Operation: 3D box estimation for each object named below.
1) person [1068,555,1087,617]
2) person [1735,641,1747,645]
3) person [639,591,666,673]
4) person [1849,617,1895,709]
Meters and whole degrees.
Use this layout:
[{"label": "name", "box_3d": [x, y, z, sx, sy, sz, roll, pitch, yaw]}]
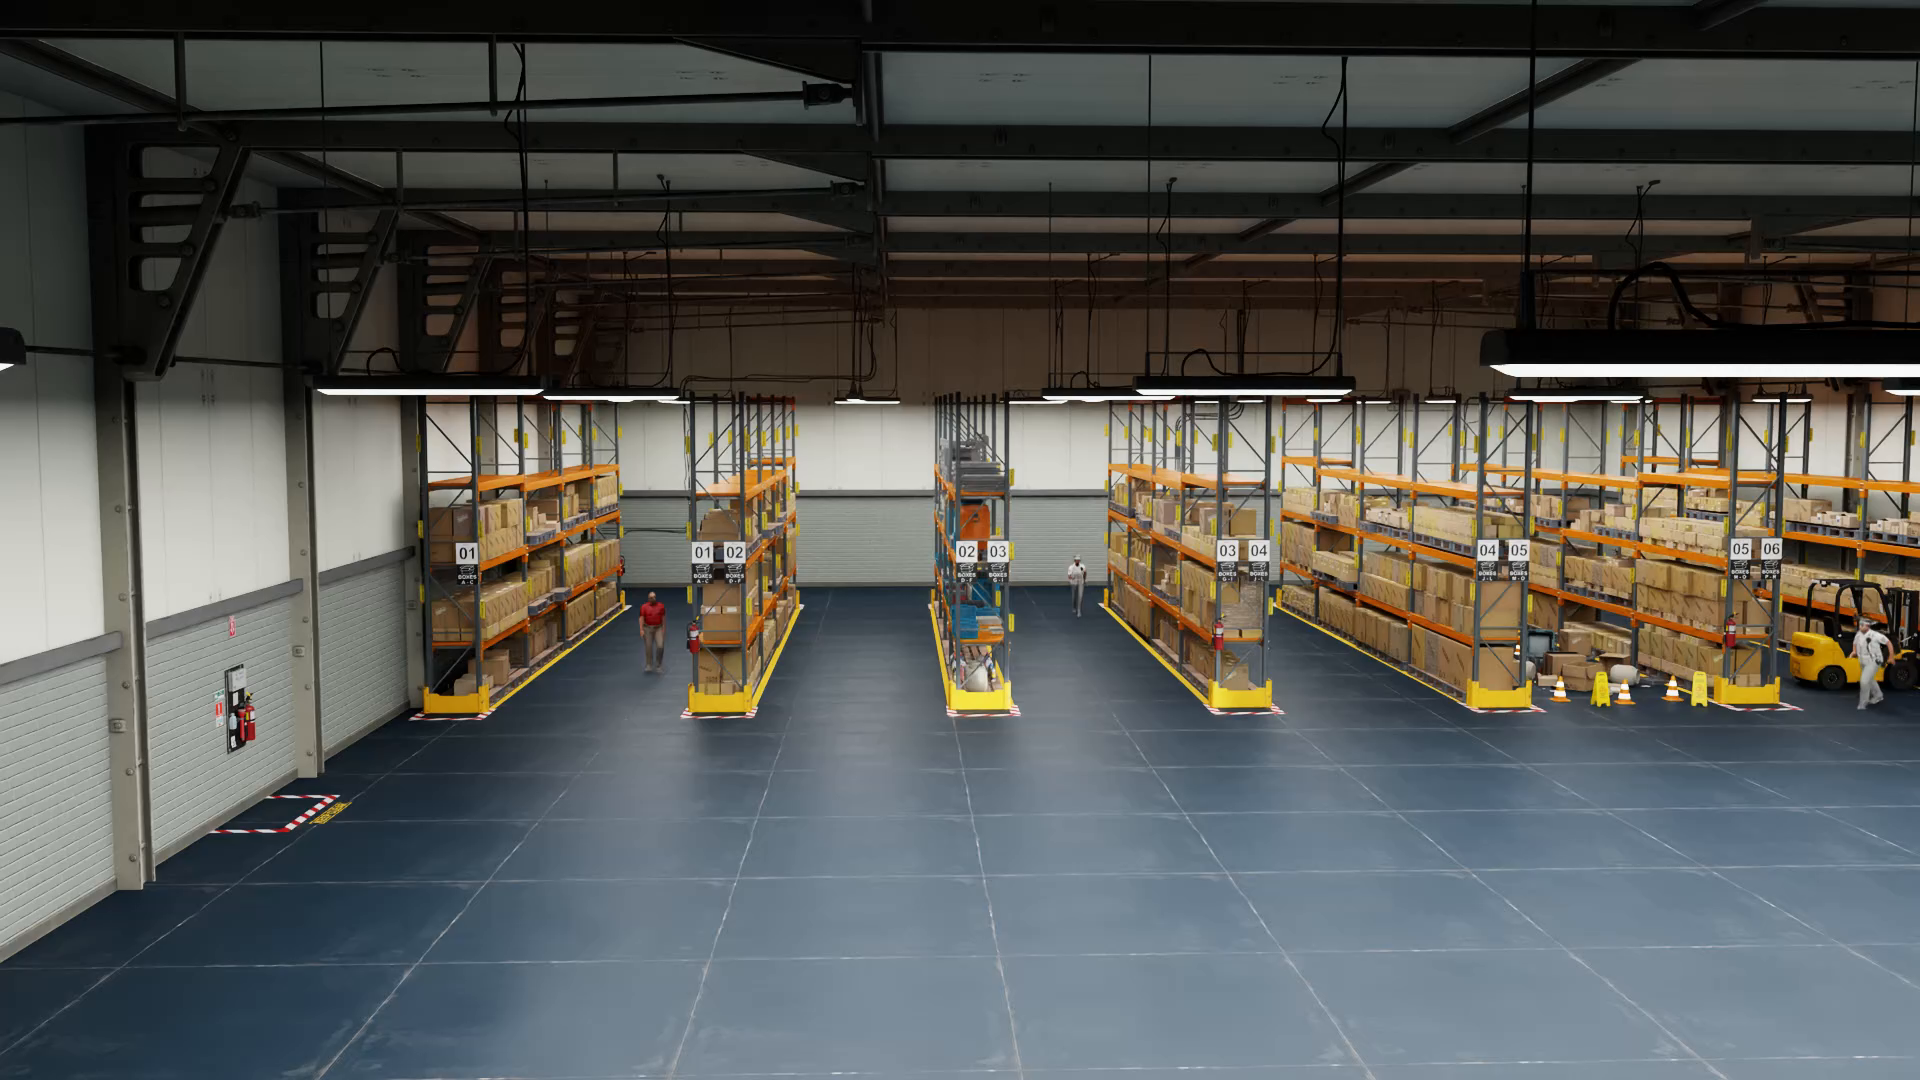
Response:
[{"label": "person", "box_3d": [3.211, 1.246, 45.553, 0.553, 1.706, 0.974, 0, 5, -4]}, {"label": "person", "box_3d": [17.404, 1.864, 36.940, 0.553, 1.755, 0.554, -1, 5, -11]}, {"label": "person", "box_3d": [-6.636, 2.007, 35.913, 0.588, 1.803, 0.478, -2, 5, -18]}, {"label": "person", "box_3d": [17.363, 2.363, 31.636, 0.882, 1.785, 0.714, -1, 5, -18]}]
